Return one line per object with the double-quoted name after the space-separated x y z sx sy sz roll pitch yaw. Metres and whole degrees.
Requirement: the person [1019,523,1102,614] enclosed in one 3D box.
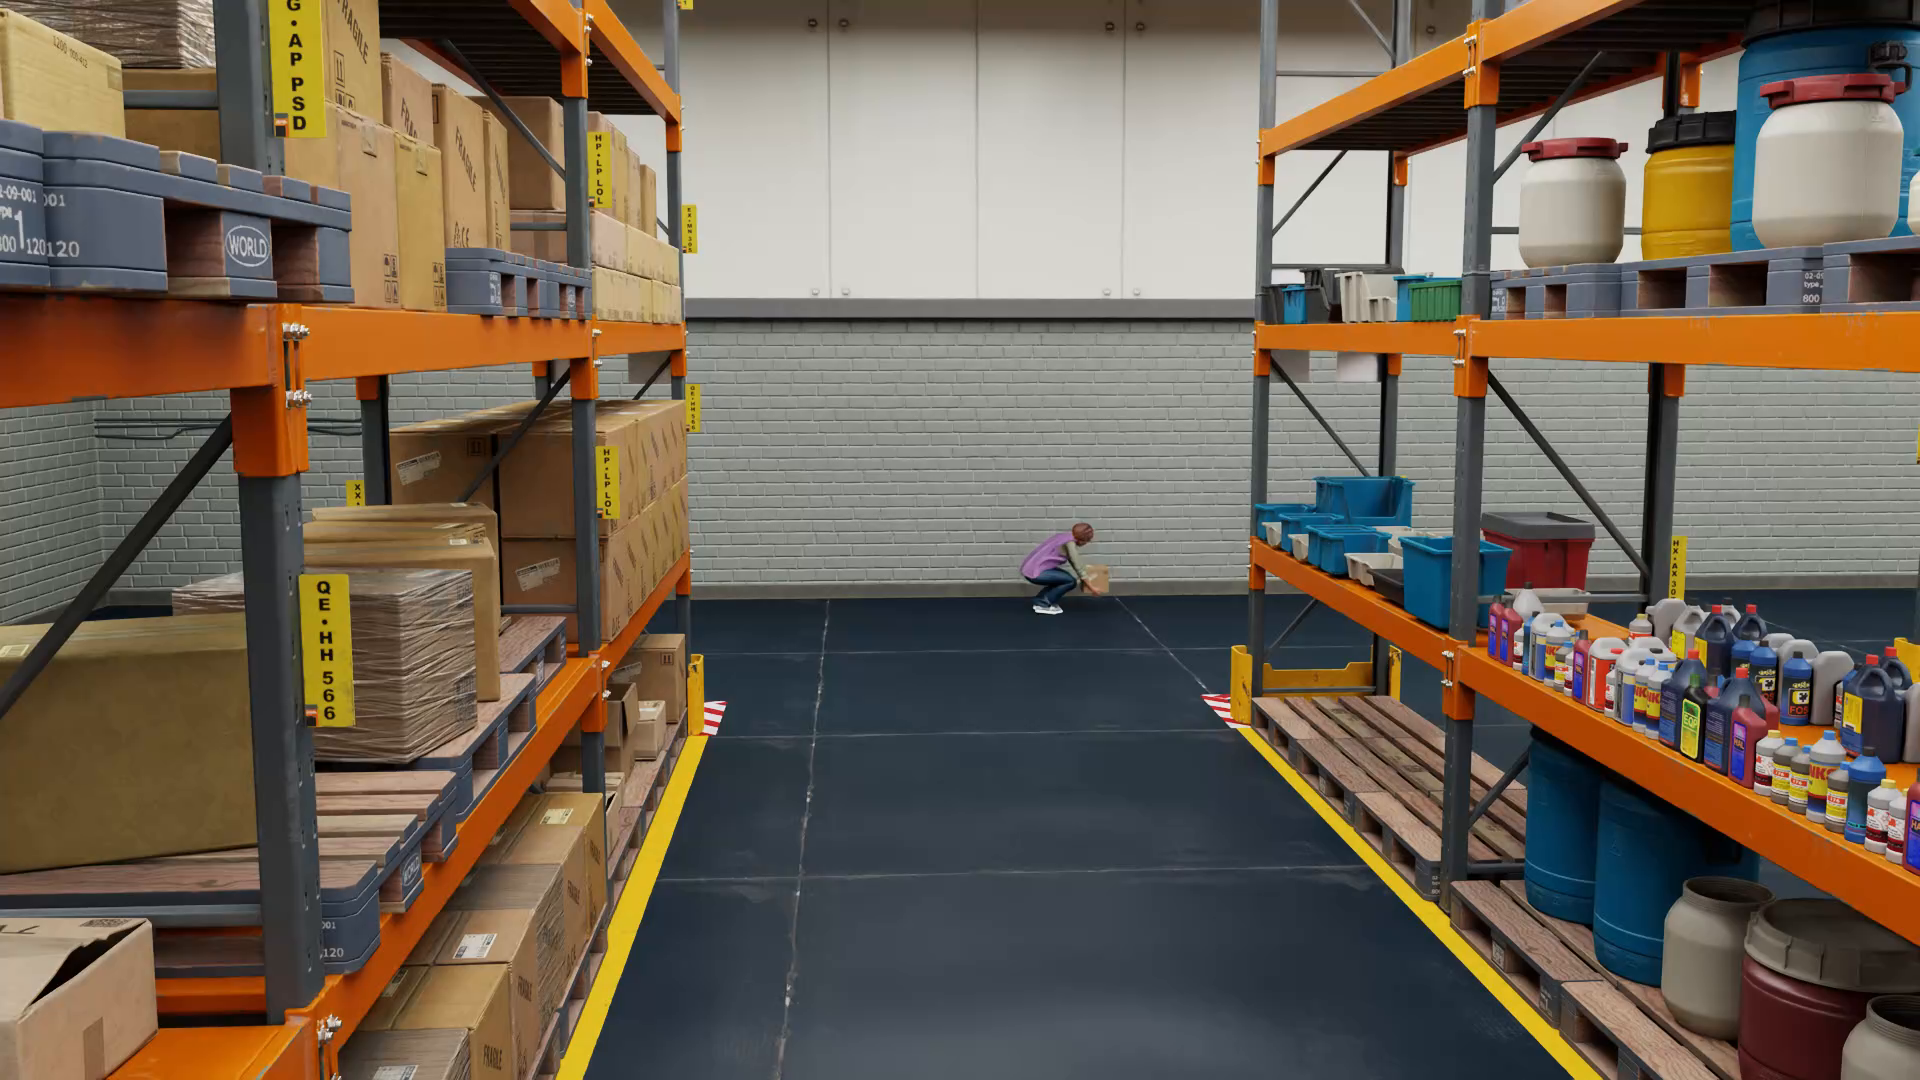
0.991 0.282 16.482 0.813 0.876 0.454 0 7 -4 "person"
